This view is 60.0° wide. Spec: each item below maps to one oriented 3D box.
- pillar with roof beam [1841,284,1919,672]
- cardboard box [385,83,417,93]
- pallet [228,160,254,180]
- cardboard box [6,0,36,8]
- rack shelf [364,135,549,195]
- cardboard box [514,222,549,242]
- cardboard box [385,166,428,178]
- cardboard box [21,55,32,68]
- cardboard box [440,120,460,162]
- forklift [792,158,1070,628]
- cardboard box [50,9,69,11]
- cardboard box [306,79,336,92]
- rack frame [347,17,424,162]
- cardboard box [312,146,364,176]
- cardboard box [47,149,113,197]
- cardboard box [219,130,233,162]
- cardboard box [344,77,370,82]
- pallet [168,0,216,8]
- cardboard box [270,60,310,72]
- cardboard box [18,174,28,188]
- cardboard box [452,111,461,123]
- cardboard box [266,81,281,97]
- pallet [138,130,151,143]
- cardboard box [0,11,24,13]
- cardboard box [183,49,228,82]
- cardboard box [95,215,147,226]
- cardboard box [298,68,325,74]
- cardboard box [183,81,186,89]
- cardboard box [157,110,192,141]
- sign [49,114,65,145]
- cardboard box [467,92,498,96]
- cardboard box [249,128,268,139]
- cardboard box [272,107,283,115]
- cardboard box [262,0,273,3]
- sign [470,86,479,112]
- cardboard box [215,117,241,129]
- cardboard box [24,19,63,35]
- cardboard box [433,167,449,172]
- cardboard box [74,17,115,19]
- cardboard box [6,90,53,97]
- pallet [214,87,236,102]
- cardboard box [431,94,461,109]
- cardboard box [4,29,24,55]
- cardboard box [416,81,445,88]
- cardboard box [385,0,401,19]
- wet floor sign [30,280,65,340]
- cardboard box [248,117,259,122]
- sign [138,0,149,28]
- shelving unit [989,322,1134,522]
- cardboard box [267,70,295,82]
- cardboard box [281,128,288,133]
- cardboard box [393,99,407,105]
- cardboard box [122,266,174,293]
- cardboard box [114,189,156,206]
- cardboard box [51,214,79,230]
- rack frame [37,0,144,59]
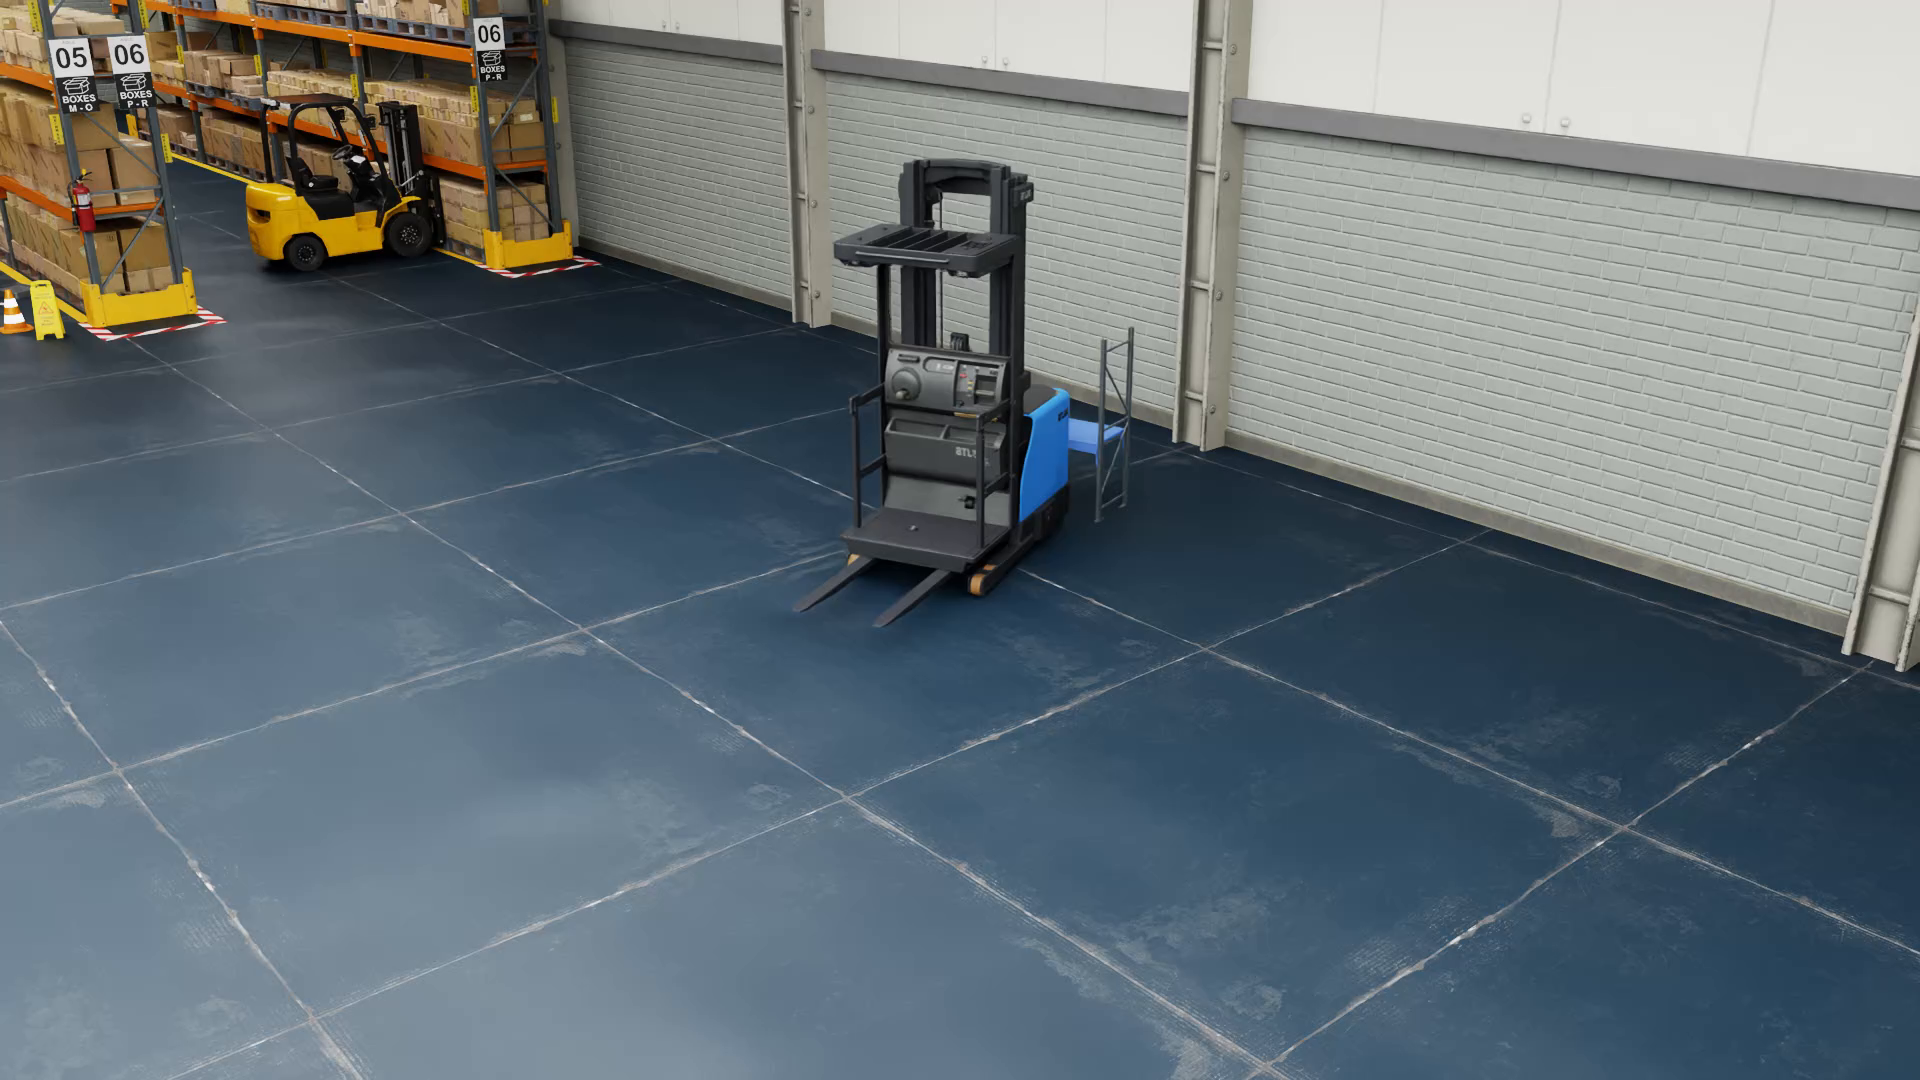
[{"bbox_3d":[2.848,-2.397,6.765,9.100,9.000,0.400,-17,27,-37],"label":"pillar with roof beam"},{"bbox_3d":[-8.084,-6.509,24.056,0.380,0.149,0.250,-18,28,-38],"label":"cardboard box"},{"bbox_3d":[-12.341,-6.659,29.695,1.003,0.211,1.213,-17,27,-37],"label":"pallet"},{"bbox_3d":[-12.648,-7.265,22.250,0.500,0.250,0.500,-18,28,-39],"label":"cardboard box"},{"bbox_3d":[-7.174,-5.412,23.676,1.077,0.370,4.000,-17,27,-37],"label":"rack shelf"},{"bbox_3d":[-6.041,-4.292,23.024,0.500,0.250,0.500,-17,27,-37],"label":"cardboard box"},{"bbox_3d":[-8.075,-5.329,24.299,0.500,0.250,0.500,-17,27,-37],"label":"cardboard box"},{"bbox_3d":[-10.720,-5.610,19.425,0.380,0.149,0.250,-18,28,-38],"label":"cardboard box"},{"bbox_3d":[-6.720,-5.460,22.675,0.500,0.500,0.500,-16,27,-36],"label":"cardboard box"},{"bbox_3d":[-0.196,-1.138,11.870,1.130,2.935,3.031,9,23,23],"label":"forklift"},{"bbox_3d":[-11.173,-6.448,20.473,0.380,0.149,0.250,-18,28,-38],"label":"cardboard box"},{"bbox_3d":[-9.959,-7.091,25.948,0.380,0.149,0.250,-18,28,-39],"label":"cardboard box"},{"bbox_3d":[-8.480,-6.300,24.955,1.000,3.000,0.127,-17,27,-37],"label":"rack frame"},{"bbox_3d":[-9.822,-5.955,26.754,0.875,0.625,0.625,-19,28,-40],"label":"cardboard box"},{"bbox_3d":[-10.189,-4.281,19.257,0.500,0.500,0.500,-18,28,-38],"label":"cardboard box"},{"bbox_3d":[-12.879,-7.071,29.776,0.500,0.500,0.500,-18,28,-39],"label":"cardboard box"},{"bbox_3d":[-9.506,-7.229,26.301,0.380,0.149,0.250,-17,27,-37],"label":"cardboard box"},{"bbox_3d":[-13.329,-9.622,29.583,1.213,0.211,1.003,-17,27,-37],"label":"pallet"},{"bbox_3d":[-11.308,-7.826,28.140,0.500,0.500,0.500,-16,26,-35],"label":"cardboard box"},{"bbox_3d":[-11.447,-4.481,20.657,0.380,0.149,0.250,-17,27,-37],"label":"cardboard box"},{"bbox_3d":[-6.619,-5.722,22.454,0.380,0.149,0.250,-17,27,-36],"label":"cardboard box"},{"bbox_3d":[-11.005,-7.381,27.237,0.500,0.250,0.500,-17,27,-37],"label":"cardboard box"},{"bbox_3d":[-15.742,-8.076,33.313,1.003,0.211,1.213,-17,27,-37],"label":"pallet"},{"bbox_3d":[-11.570,-6.328,20.165,0.380,0.149,0.250,-19,28,-39],"label":"cardboard box"},{"bbox_3d":[-13.555,-8.565,30.027,0.700,0.500,0.500,-17,27,-36],"label":"cardboard box"},{"bbox_3d":[-10.304,-3.715,20.522,0.500,0.500,0.500,-19,28,-39],"label":"cardboard box"},{"bbox_3d":[-10.725,-7.712,27.534,0.380,0.149,0.250,-16,27,-36],"label":"cardboard box"},{"bbox_3d":[-14.101,-8.421,30.716,0.380,0.149,0.250,-17,27,-37],"label":"cardboard box"},{"bbox_3d":[-15.187,-8.040,32.250,0.500,0.500,0.500,-17,27,-36],"label":"cardboard box"},{"bbox_3d":[-10.060,-4.572,18.522,0.100,0.325,0.005,-17,27,-37],"label":"sign"},{"bbox_3d":[-6.596,-6.114,23.047,0.380,0.149,0.250,-16,27,-36],"label":"cardboard box"},{"bbox_3d":[-12.083,-7.050,28.833,0.380,0.149,0.250,-16,27,-36],"label":"cardboard box"},{"bbox_3d":[-10.986,-7.154,27.343,0.500,0.250,0.500,-17,27,-37],"label":"cardboard box"},{"bbox_3d":[-10.802,-8.832,26.458,0.500,0.500,0.500,-17,27,-37],"label":"cardboard box"},{"bbox_3d":[-6.289,-5.719,21.560,0.100,0.325,0.005,-17,27,-37],"label":"sign"},{"bbox_3d":[-13.253,-7.555,30.122,0.380,0.149,0.250,-19,28,-40],"label":"cardboard box"},{"bbox_3d":[-10.391,-5.833,18.901,0.380,0.149,0.250,-18,28,-38],"label":"cardboard box"},{"bbox_3d":[-7.350,-5.311,24.255,0.500,0.250,0.500,-17,27,-37],"label":"cardboard box"},{"bbox_3d":[-9.997,-5.959,19.224,0.380,0.149,0.250,-17,27,-37],"label":"cardboard box"},{"bbox_3d":[-11.081,-5.181,20.182,0.700,0.500,0.500,-18,27,-38],"label":"cardboard box"},{"bbox_3d":[-12.364,-7.852,29.181,1.003,0.211,1.213,-17,27,-37],"label":"pallet"},{"bbox_3d":[-6.998,-5.989,22.728,0.380,0.149,0.250,-17,27,-36],"label":"cardboard box"},{"bbox_3d":[-10.834,-5.836,19.456,0.500,0.250,0.500,-17,27,-36],"label":"cardboard box"},{"bbox_3d":[-7.727,-6.622,24.342,0.380,0.149,0.250,-18,28,-38],"label":"cardboard box"},{"bbox_3d":[-7.741,-7.394,23.107,0.396,0.266,0.258,-18,28,-39],"label":"cardboard box"},{"bbox_3d":[-10.313,-2.609,18.759,0.267,0.644,0.232,-8,23,-19],"label":"wet floor sign"},{"bbox_3d":[-12.715,-7.610,30.262,0.380,0.149,0.250,-19,28,-40],"label":"cardboard box"},{"bbox_3d":[-9.216,-5.945,18.738,0.100,0.325,0.005,-17,27,-37],"label":"sign"},{"bbox_3d":[0.808,-1.019,13.529,1.048,1.500,0.538,13,25,30],"label":"shelving unit"},{"bbox_3d":[-11.106,-7.595,27.237,0.380,0.149,0.250,-16,27,-36],"label":"cardboard box"},{"bbox_3d":[-11.571,-7.086,28.926,0.380,0.149,0.250,-17,27,-37],"label":"cardboard box"},{"bbox_3d":[-7.834,-6.203,23.681,0.380,0.149,0.250,-18,28,-38],"label":"cardboard box"},{"bbox_3d":[-9.944,-3.216,20.276,0.500,0.250,0.500,-18,28,-38],"label":"cardboard box"},{"bbox_3d":[-9.691,-4.038,19.526,0.380,0.149,0.250,-17,27,-37],"label":"cardboard box"},{"bbox_3d":[-10.638,-3.823,19.909,0.380,0.149,0.250,-16,27,-36],"label":"cardboard box"},{"bbox_3d":[-9.627,-6.805,18.020,1.000,3.000,0.127,-17,27,-37],"label":"rack frame"}]
